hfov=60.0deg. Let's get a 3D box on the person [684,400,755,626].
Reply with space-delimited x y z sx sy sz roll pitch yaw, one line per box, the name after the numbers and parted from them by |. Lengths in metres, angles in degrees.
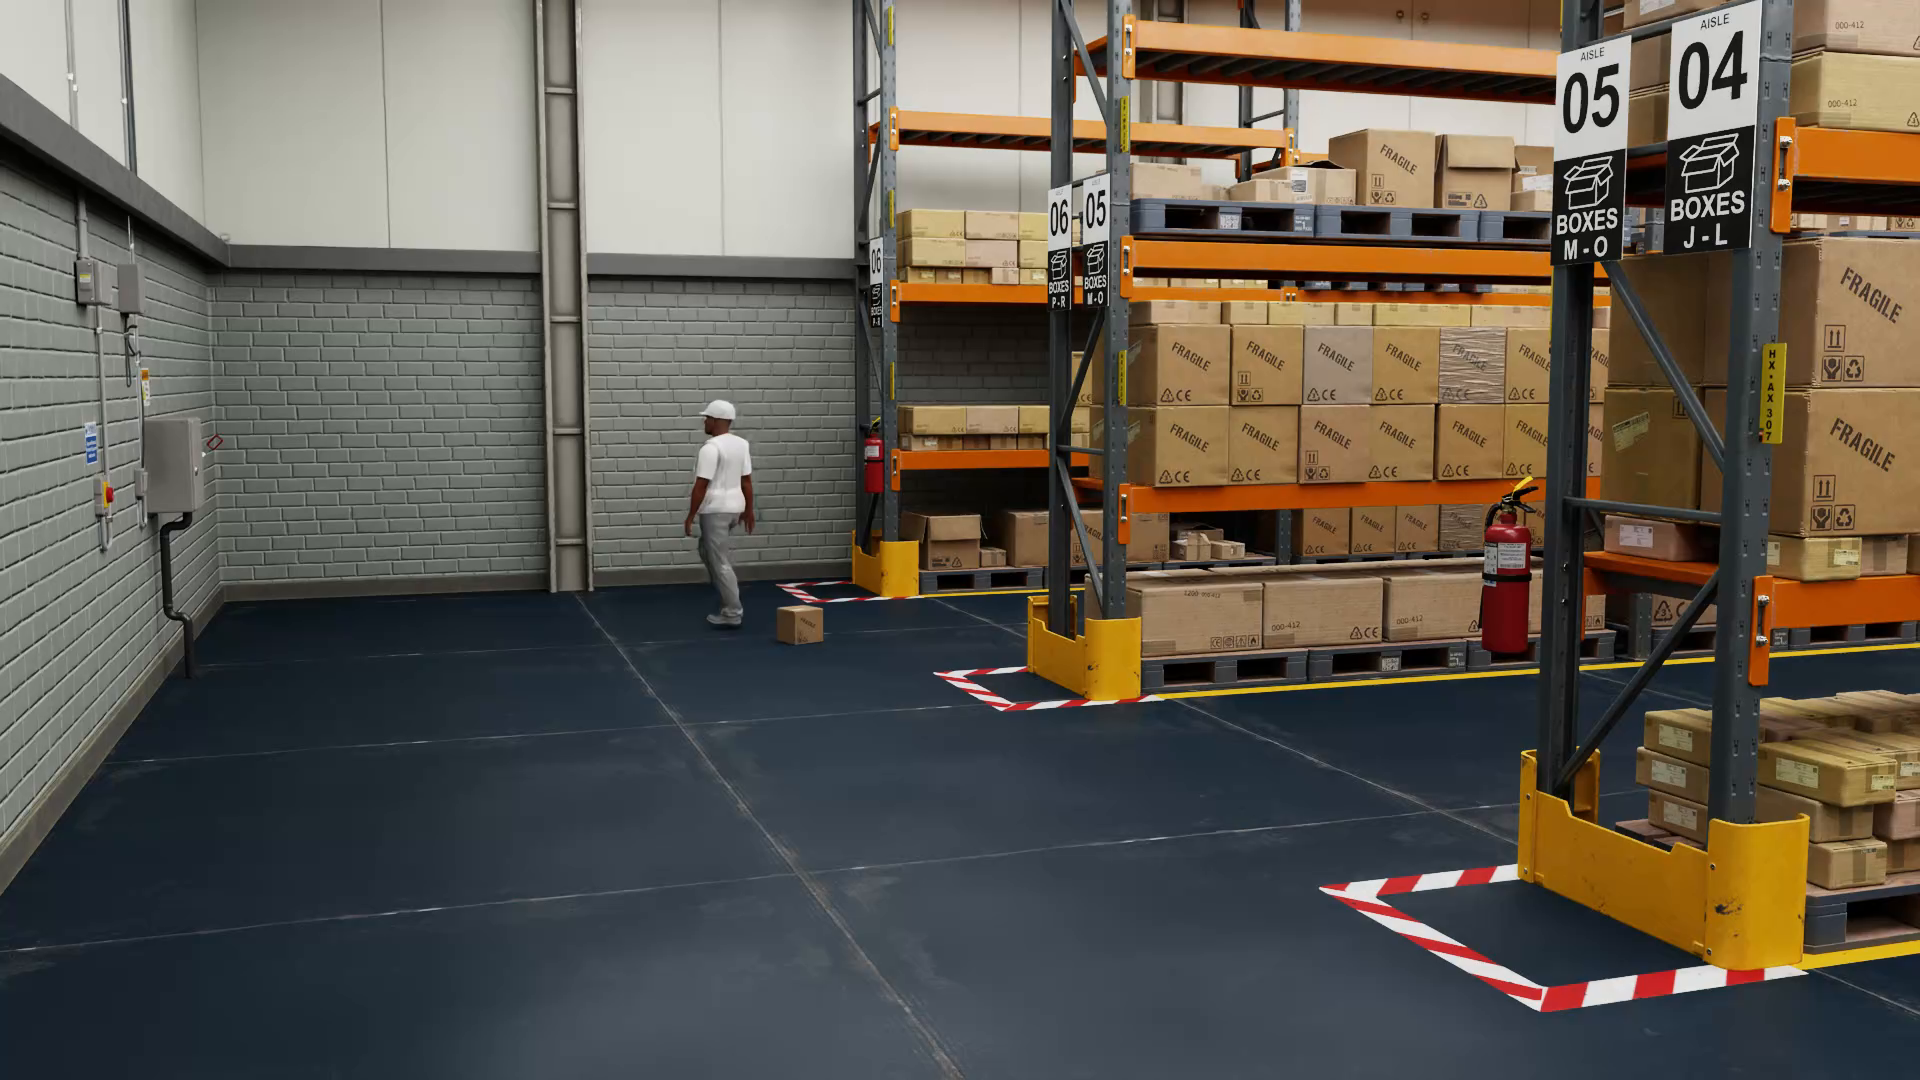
-1.914 -0.192 13.098 0.509 1.810 0.617 2 6 24 | person
